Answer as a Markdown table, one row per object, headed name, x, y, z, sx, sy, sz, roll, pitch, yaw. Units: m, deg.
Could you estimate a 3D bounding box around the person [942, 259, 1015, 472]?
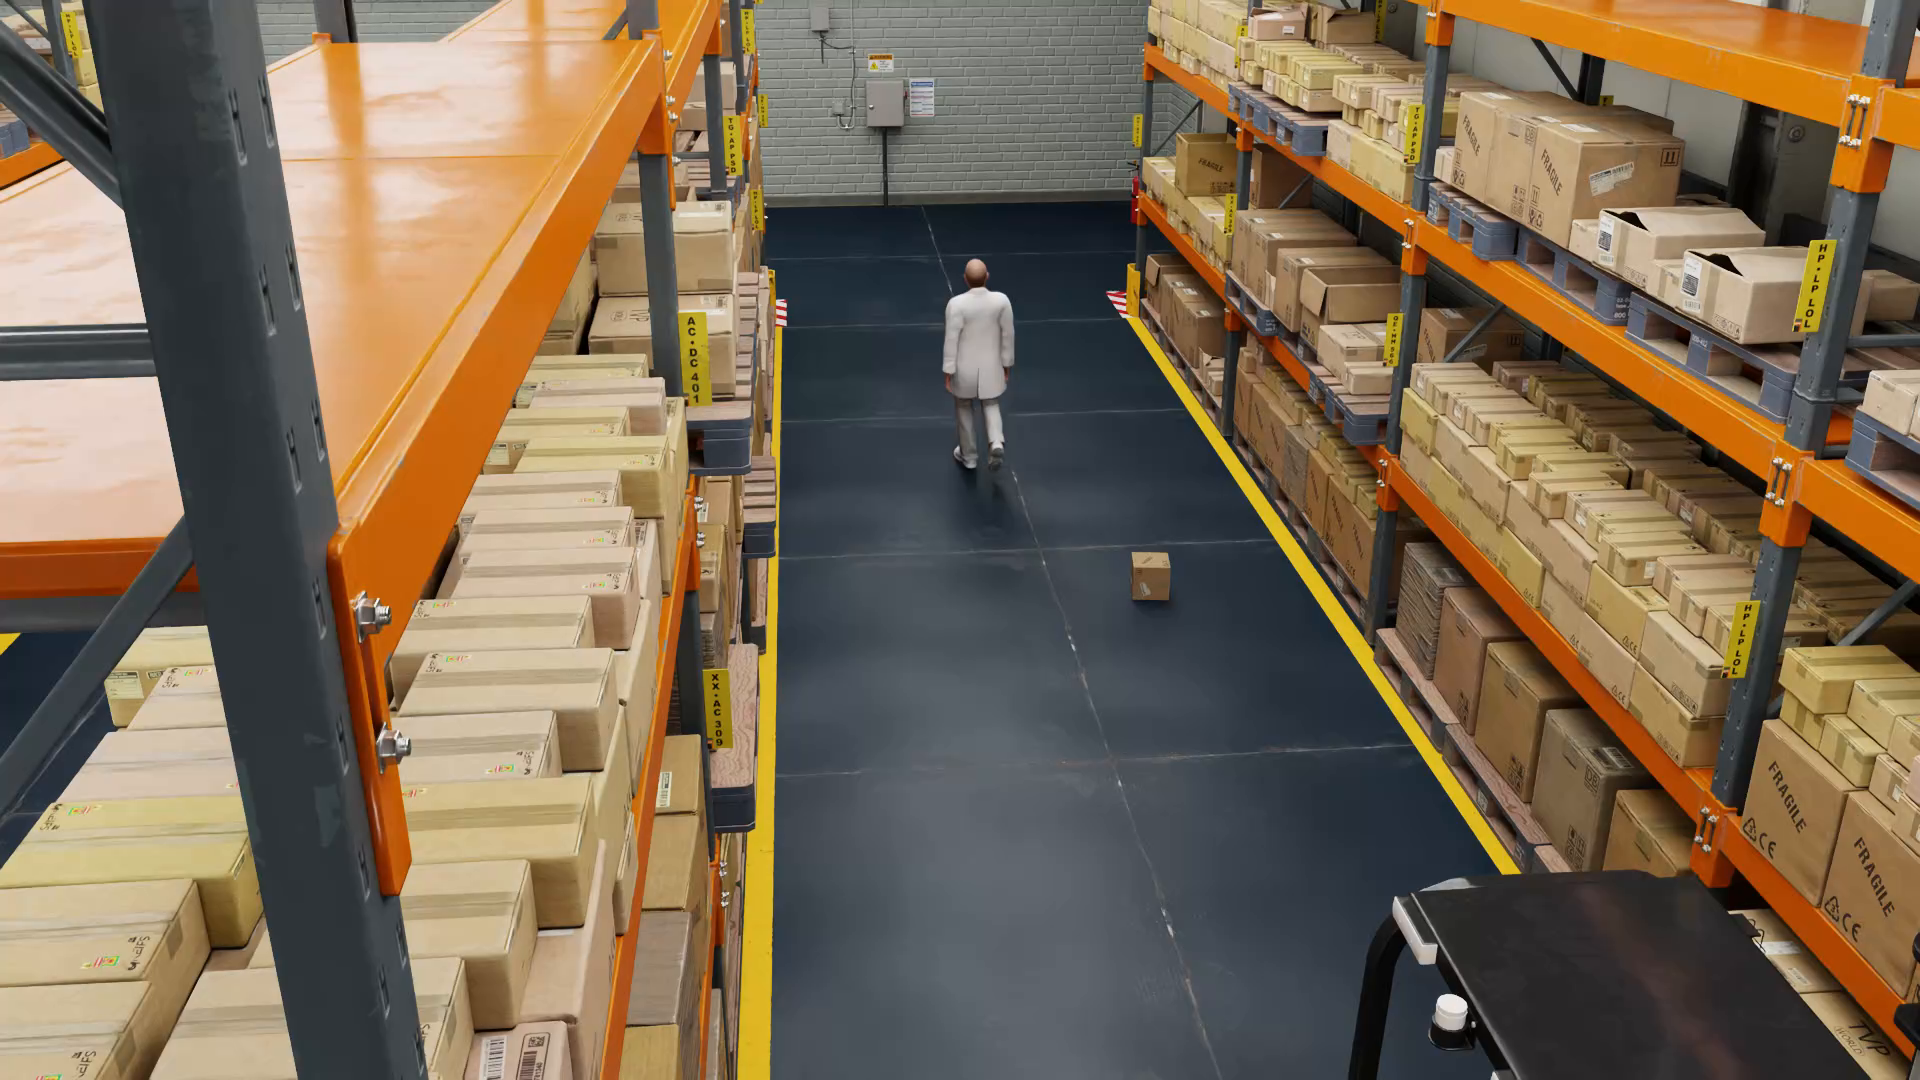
| name | x | y | z | sx | sy | sz | roll | pitch | yaw |
| --- | --- | --- | --- | --- | --- | --- | --- | --- | --- |
| person | 0.141 | -1.346 | 13.305 | 0.594 | 1.659 | 0.748 | -5 | 24 | -11 |
